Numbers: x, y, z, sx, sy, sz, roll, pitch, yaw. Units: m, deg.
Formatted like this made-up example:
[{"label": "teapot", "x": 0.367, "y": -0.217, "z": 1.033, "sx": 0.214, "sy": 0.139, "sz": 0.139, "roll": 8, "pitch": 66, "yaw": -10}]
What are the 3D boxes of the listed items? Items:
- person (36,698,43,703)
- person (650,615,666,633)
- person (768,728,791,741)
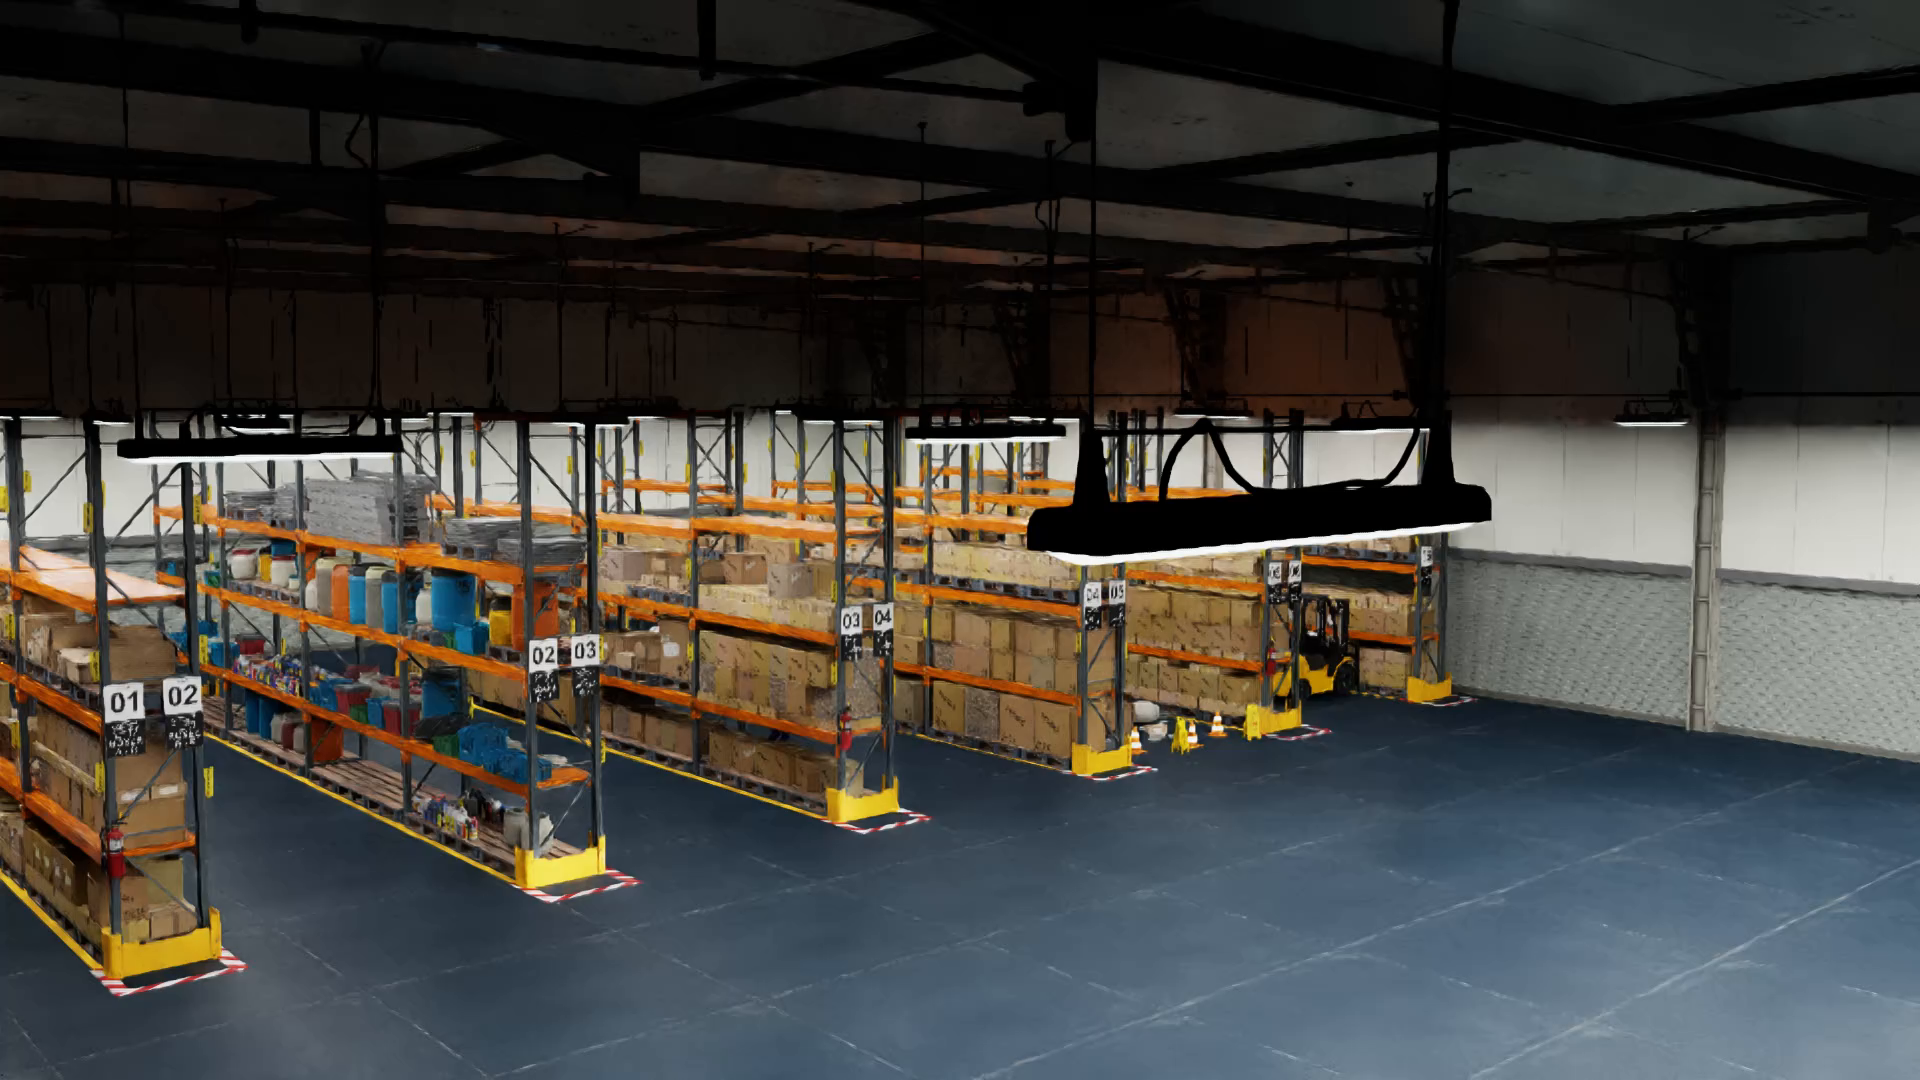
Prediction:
[{"label": "person", "x": -17.779, "y": 2.651, "z": 32.384, "sx": 0.542, "sy": 1.645, "sz": 1.126, "roll": -4, "pitch": 6, "yaw": -38}, {"label": "person", "x": -6.481, "y": 2.396, "z": 35.681, "sx": 0.637, "sy": 1.628, "sz": 0.498, "roll": -5, "pitch": 7, "yaw": -43}, {"label": "person", "x": -3.150, "y": 2.943, "z": 29.622, "sx": 0.625, "sy": 1.596, "sz": 0.517, "roll": -5, "pitch": 7, "yaw": -43}]
